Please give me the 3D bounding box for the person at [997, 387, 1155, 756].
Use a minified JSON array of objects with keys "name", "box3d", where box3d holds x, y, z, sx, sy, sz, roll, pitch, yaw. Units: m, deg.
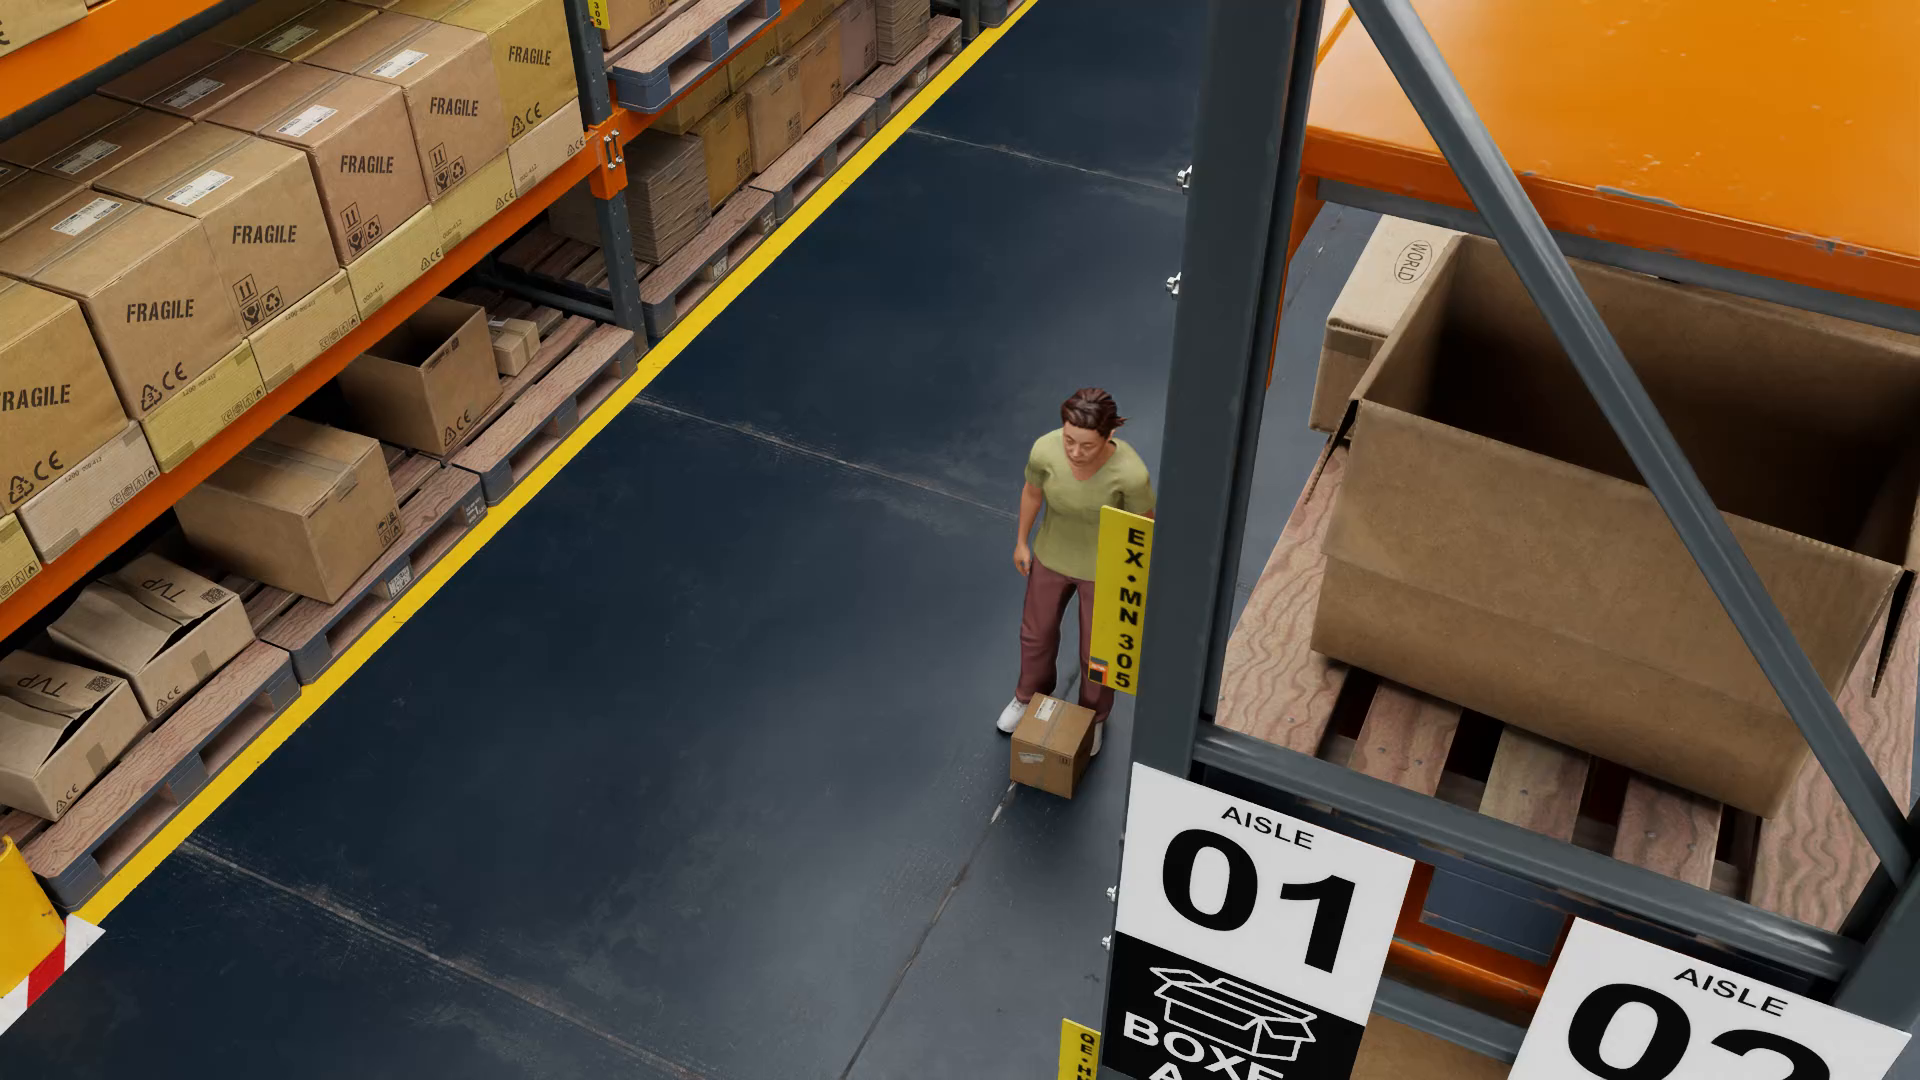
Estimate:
[{"name":"person","box3d":[0.433,0.099,6.051,0.505,1.672,0.355,16,45,17]}]
